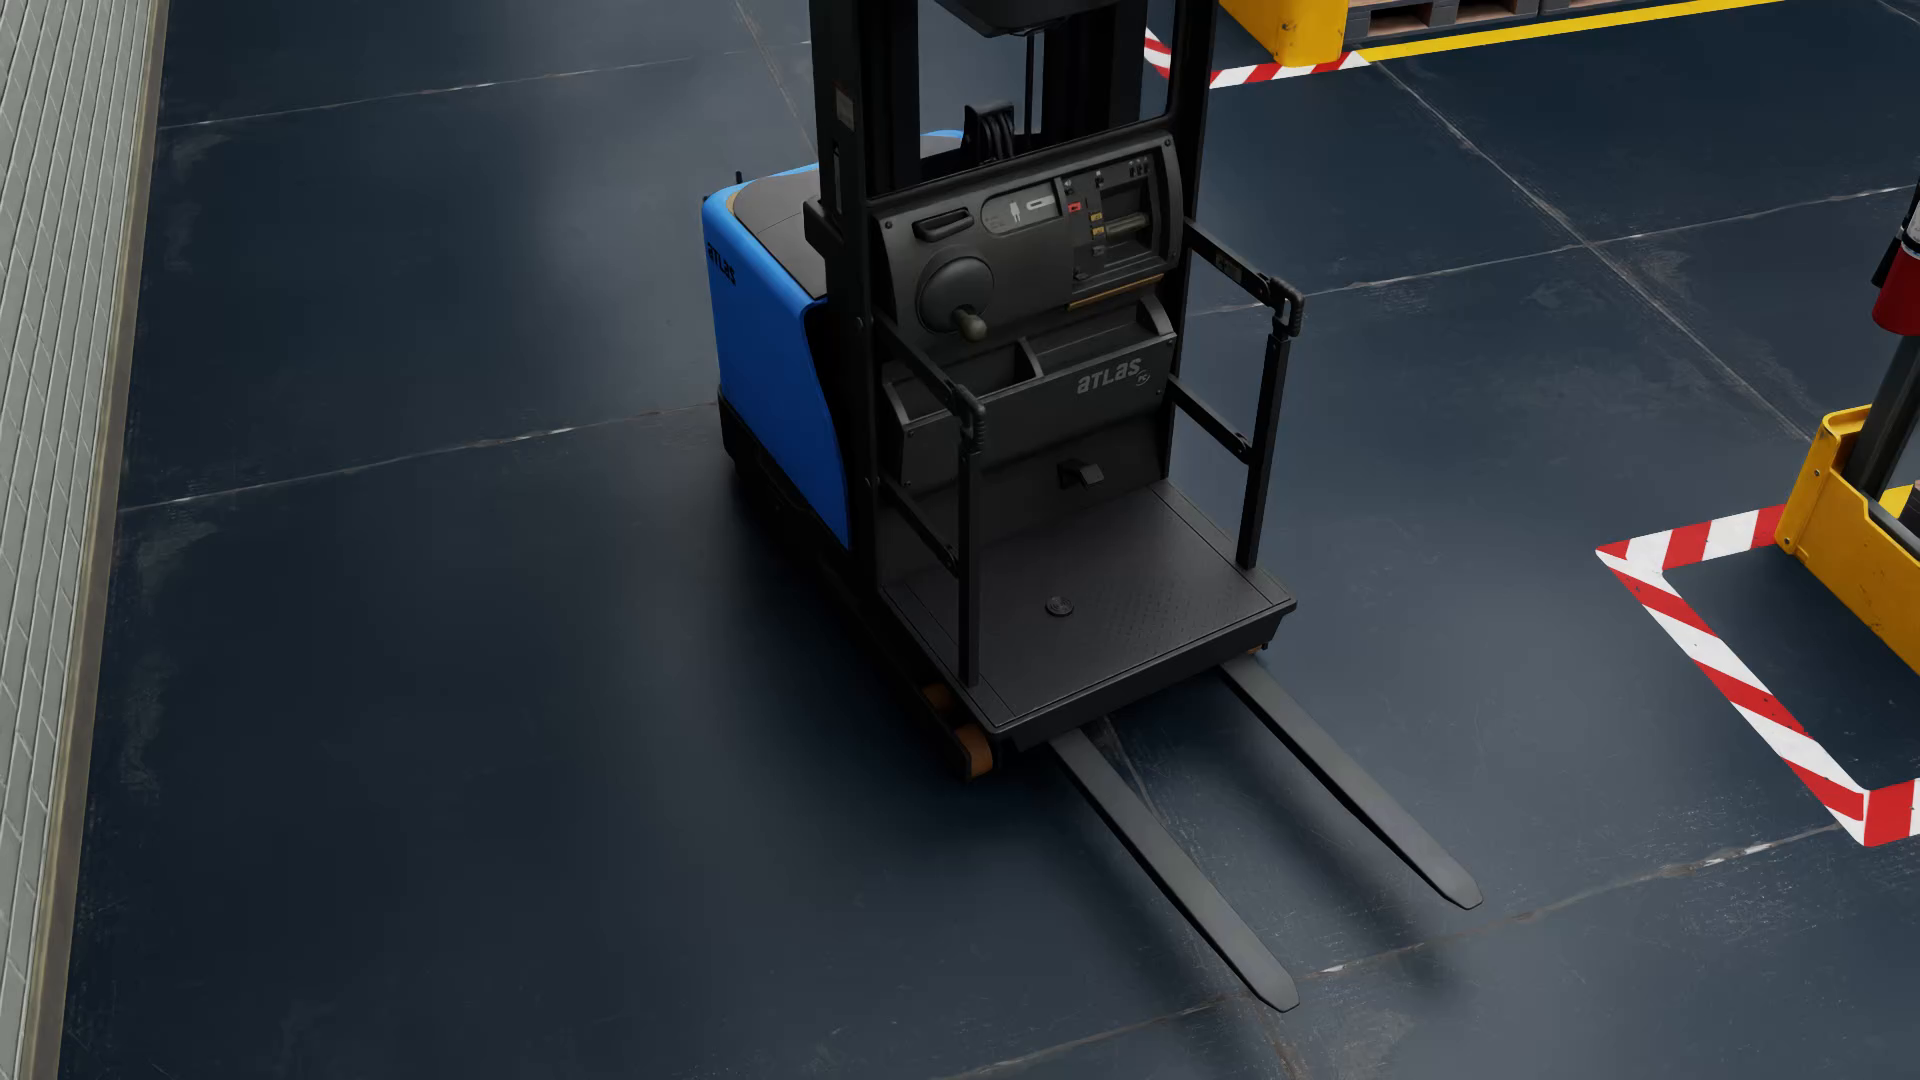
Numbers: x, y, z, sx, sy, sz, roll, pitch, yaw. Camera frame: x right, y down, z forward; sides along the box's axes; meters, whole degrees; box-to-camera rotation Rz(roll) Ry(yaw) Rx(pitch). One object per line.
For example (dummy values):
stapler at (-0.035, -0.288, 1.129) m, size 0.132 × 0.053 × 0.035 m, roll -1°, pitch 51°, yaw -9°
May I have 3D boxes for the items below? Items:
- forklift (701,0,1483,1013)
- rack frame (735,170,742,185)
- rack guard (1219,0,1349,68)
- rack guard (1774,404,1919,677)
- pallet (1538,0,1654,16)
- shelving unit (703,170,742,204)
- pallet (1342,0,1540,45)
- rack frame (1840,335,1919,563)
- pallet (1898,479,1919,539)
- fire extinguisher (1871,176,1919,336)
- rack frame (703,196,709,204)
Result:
forklift at (0.317, -0.746, 4.376) m, size 1.130 × 2.935 × 3.031 m, roll -21°, pitch 45°, yaw -22°
rack frame at (-0.686, -0.930, 6.130) m, size 0.240 × 0.900 × 0.006 m, roll 19°, pitch 45°, yaw 21°
rack guard at (1.648, -2.998, 8.802) m, size 0.348 × 0.500 × 1.175 m, roll -12°, pitch 42°, yaw -13°
rack guard at (3.139, 0.118, 5.235) m, size 0.348 × 0.500 × 1.175 m, roll -12°, pitch 42°, yaw -13°
pallet at (3.571, -3.340, 9.413) m, size 1.213 × 0.211 × 1.003 m, roll -12°, pitch 42°, yaw -13°
shelving unit at (-0.733, -0.871, 6.062) m, size 0.258 × 0.900 × 0.210 m, roll 19°, pitch 45°, yaw 21°
pallet at (2.410, -3.102, 9.140) m, size 1.213 × 0.211 × 1.003 m, roll -12°, pitch 42°, yaw -13°
rack frame at (3.158, -0.836, 4.427) m, size 0.127 × 3.000 × 1.000 m, roll -12°, pitch 42°, yaw -13°
pallet at (3.957, 0.075, 5.504) m, size 1.213 × 0.211 × 1.003 m, roll -12°, pitch 42°, yaw -13°
fire extinguisher at (2.878, -0.922, 4.868) m, size 0.183 × 0.674 × 0.296 m, roll -12°, pitch 42°, yaw -13°
rack frame at (-0.780, -0.811, 5.995) m, size 0.240 × 0.900 × 0.006 m, roll 19°, pitch 45°, yaw 21°
